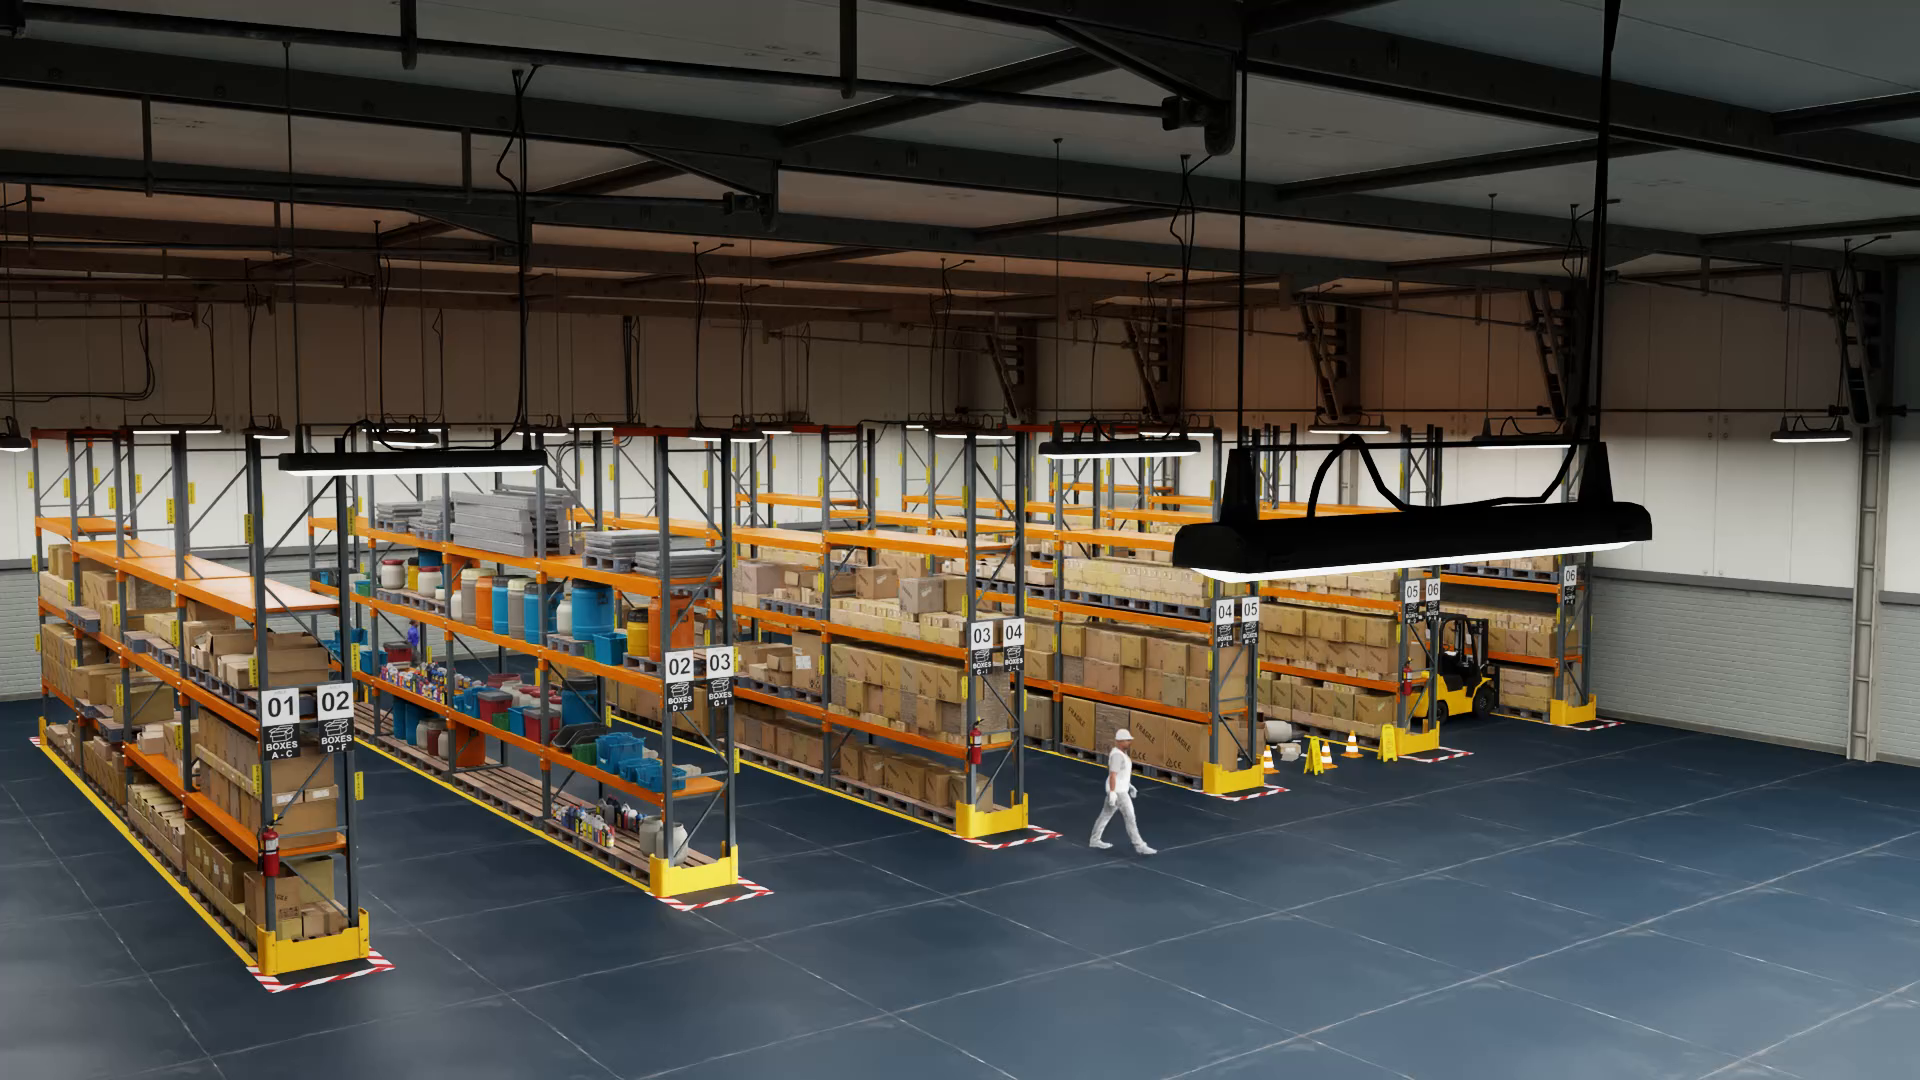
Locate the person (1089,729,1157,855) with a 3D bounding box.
[{"bbox_3d":[2.328,3.567,23.764,0.943,1.735,0.574,0,4,2],"label":"person"}]

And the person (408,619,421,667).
[{"bbox_3d":[-12.570,2.535,38.029,1.031,1.585,0.448,-1,5,-12],"label":"person"}]
